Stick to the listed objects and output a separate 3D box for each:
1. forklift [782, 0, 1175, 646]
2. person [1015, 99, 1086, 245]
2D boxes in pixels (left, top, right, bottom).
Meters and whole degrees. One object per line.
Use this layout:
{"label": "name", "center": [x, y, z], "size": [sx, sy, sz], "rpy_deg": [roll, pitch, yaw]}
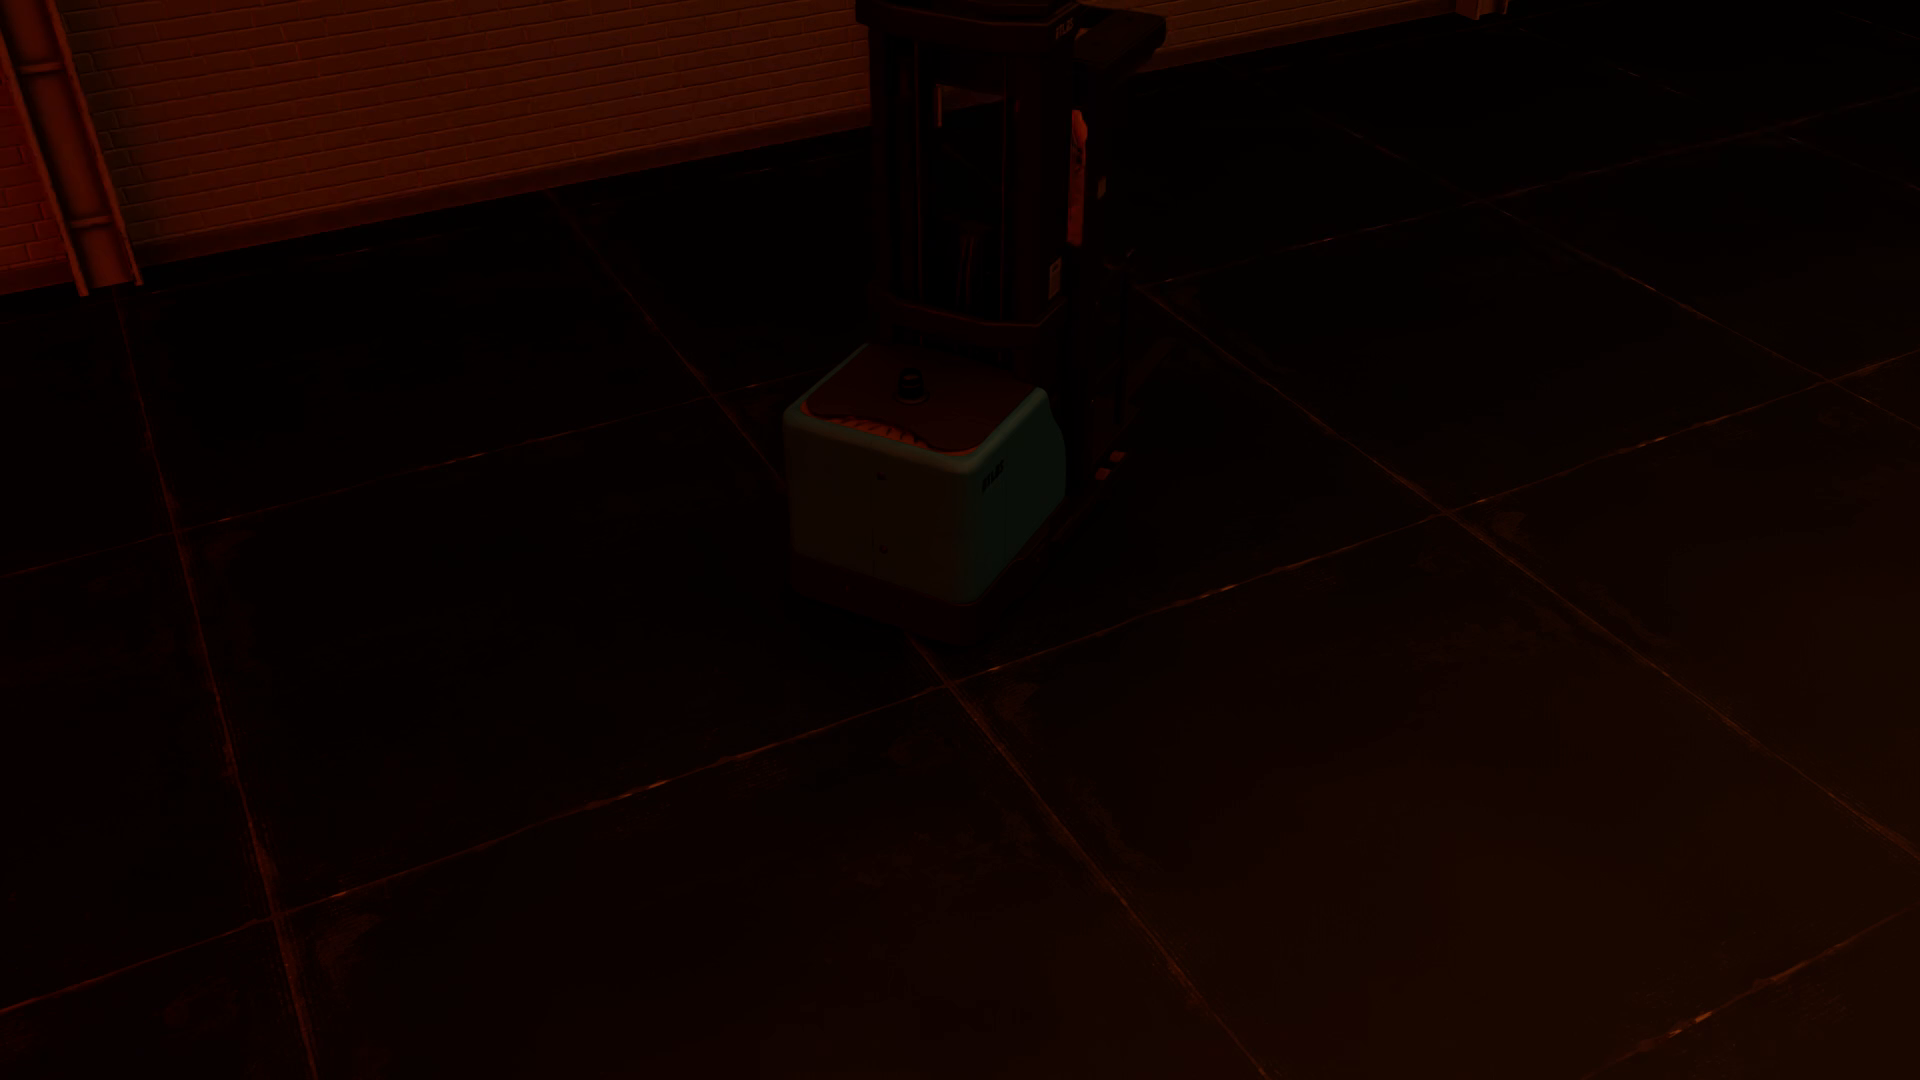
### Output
{"label": "forklift", "center": [0.290, -1.531, 8.289], "size": [1.130, 2.935, 3.031], "rpy_deg": [17, 39, 22]}
{"label": "person", "center": [0.613, -2.571, 10.859], "size": [0.563, 1.664, 0.429], "rpy_deg": [23, 41, 29]}
